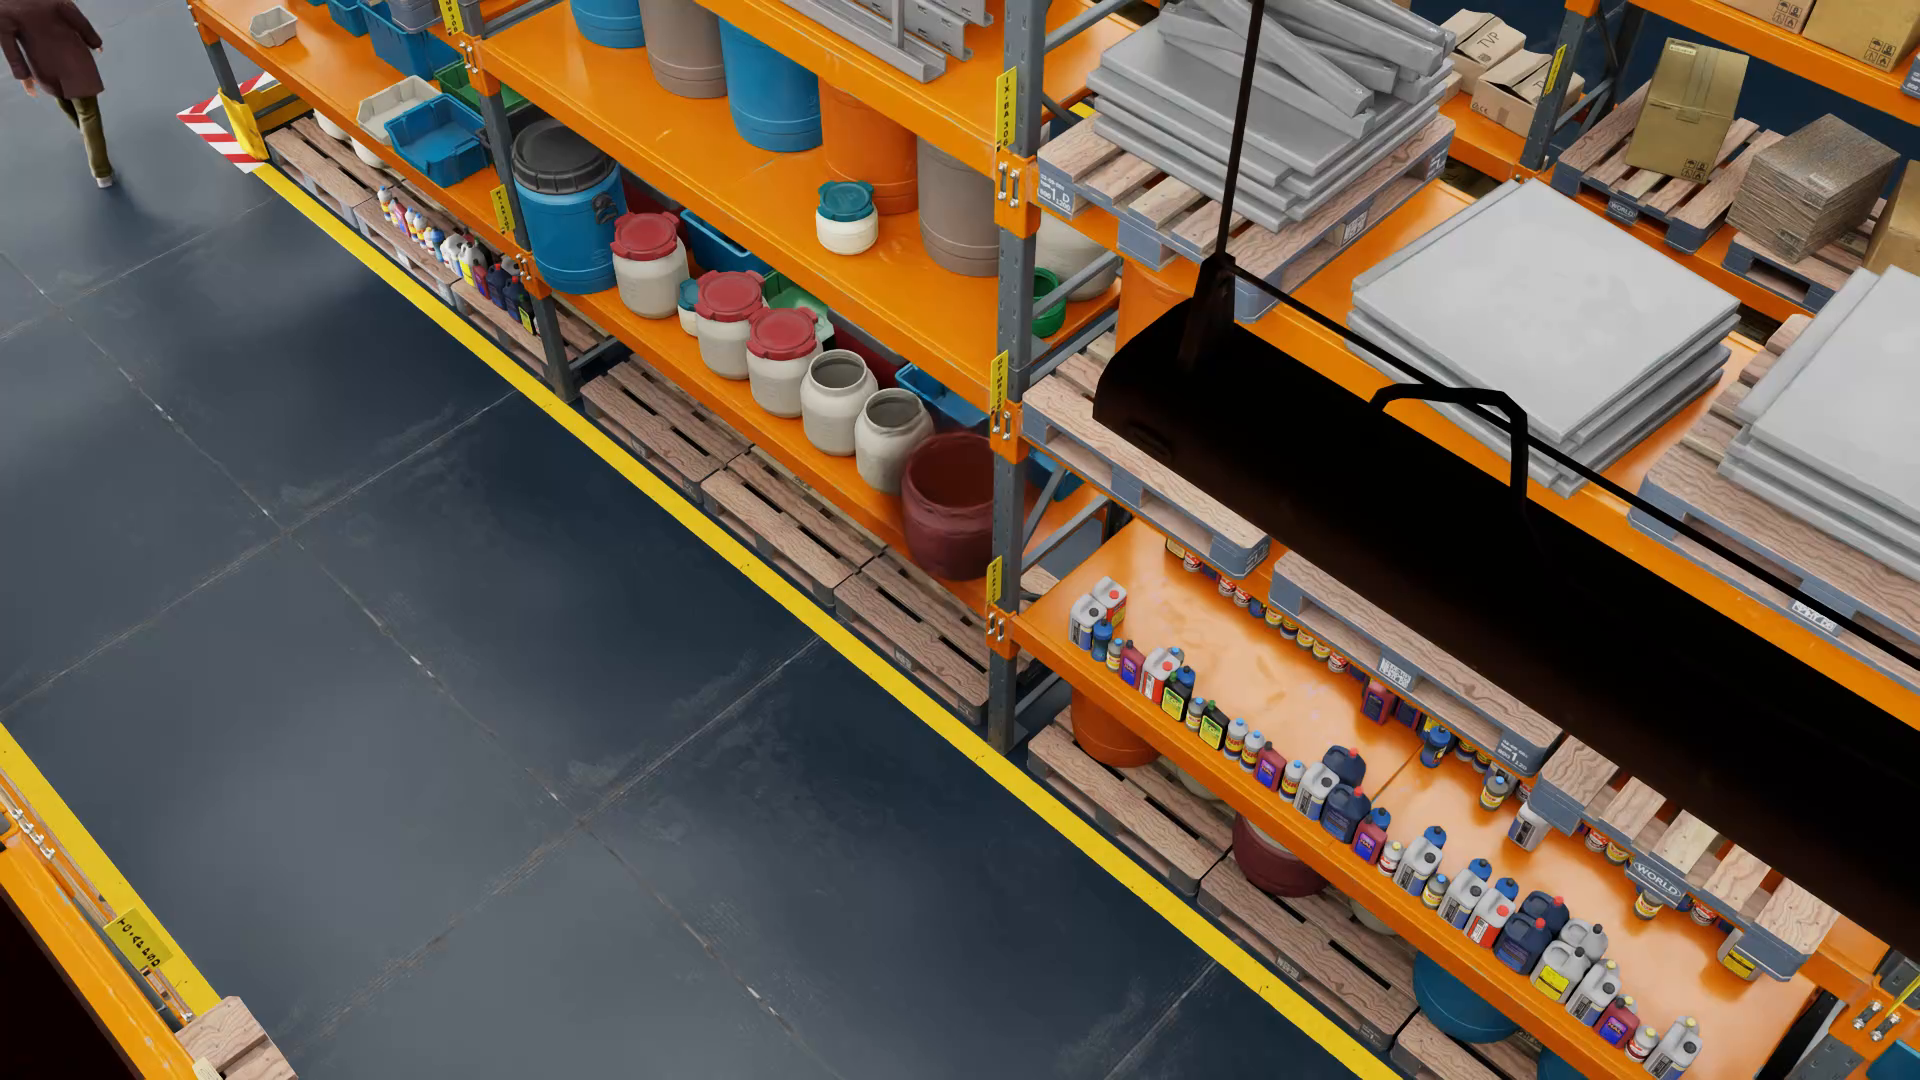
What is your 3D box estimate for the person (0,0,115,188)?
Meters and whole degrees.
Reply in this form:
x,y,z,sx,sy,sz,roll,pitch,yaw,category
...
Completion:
x,y,z,sx,sy,sz,roll,pitch,yaw,category
-6.605,-3.581,12.238,0.614,1.730,1.101,-6,50,-5,person
